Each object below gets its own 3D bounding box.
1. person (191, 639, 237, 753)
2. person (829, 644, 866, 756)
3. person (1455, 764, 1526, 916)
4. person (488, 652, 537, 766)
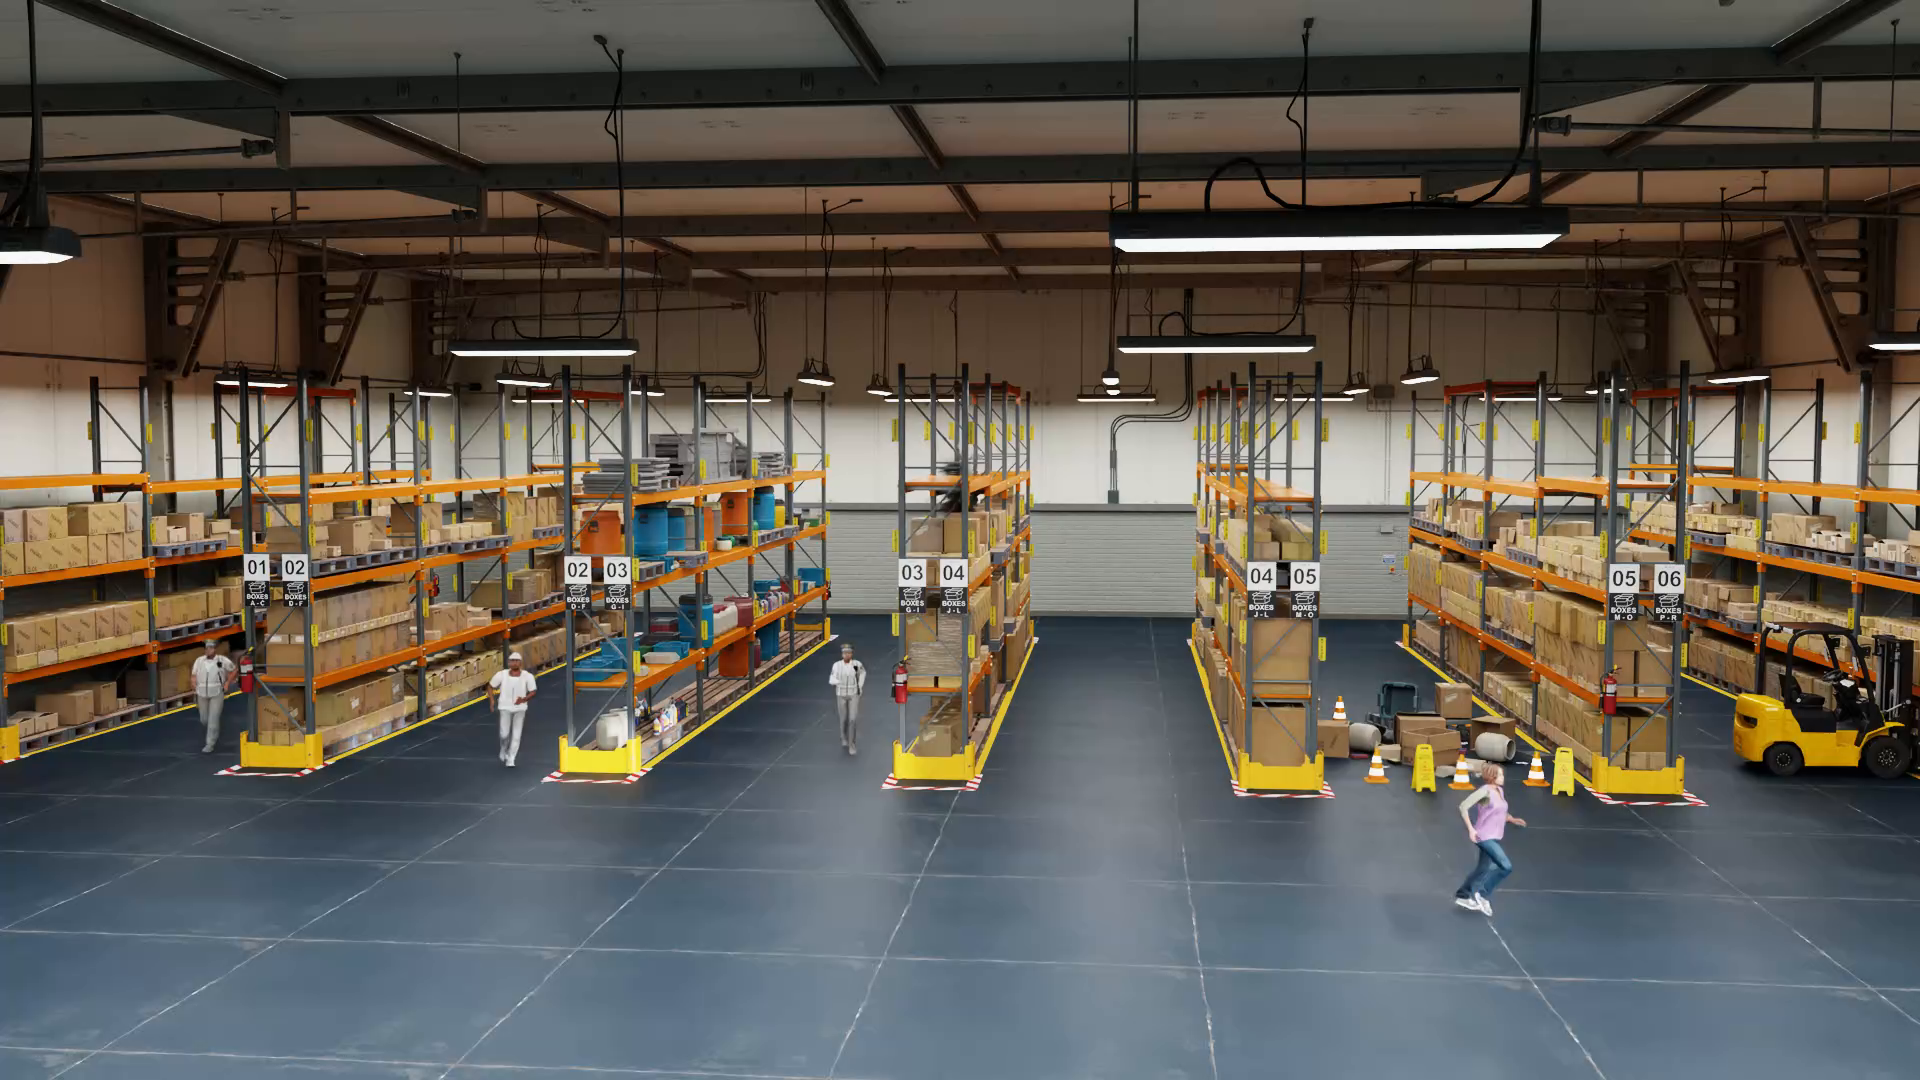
[{"bbox_3d":[-11.811,2.425,26.264,0.665,1.754,0.945,0,4,-7],"label":"person"},{"bbox_3d":[-1.768,2.480,26.124,0.557,1.737,0.816,0,4,0],"label":"person"},{"bbox_3d":[5.483,3.096,17.205,0.731,1.578,0.500,3,5,38],"label":"person"},{"bbox_3d":[-6.701,2.540,24.933,0.699,1.708,0.558,-1,4,-20],"label":"person"}]
